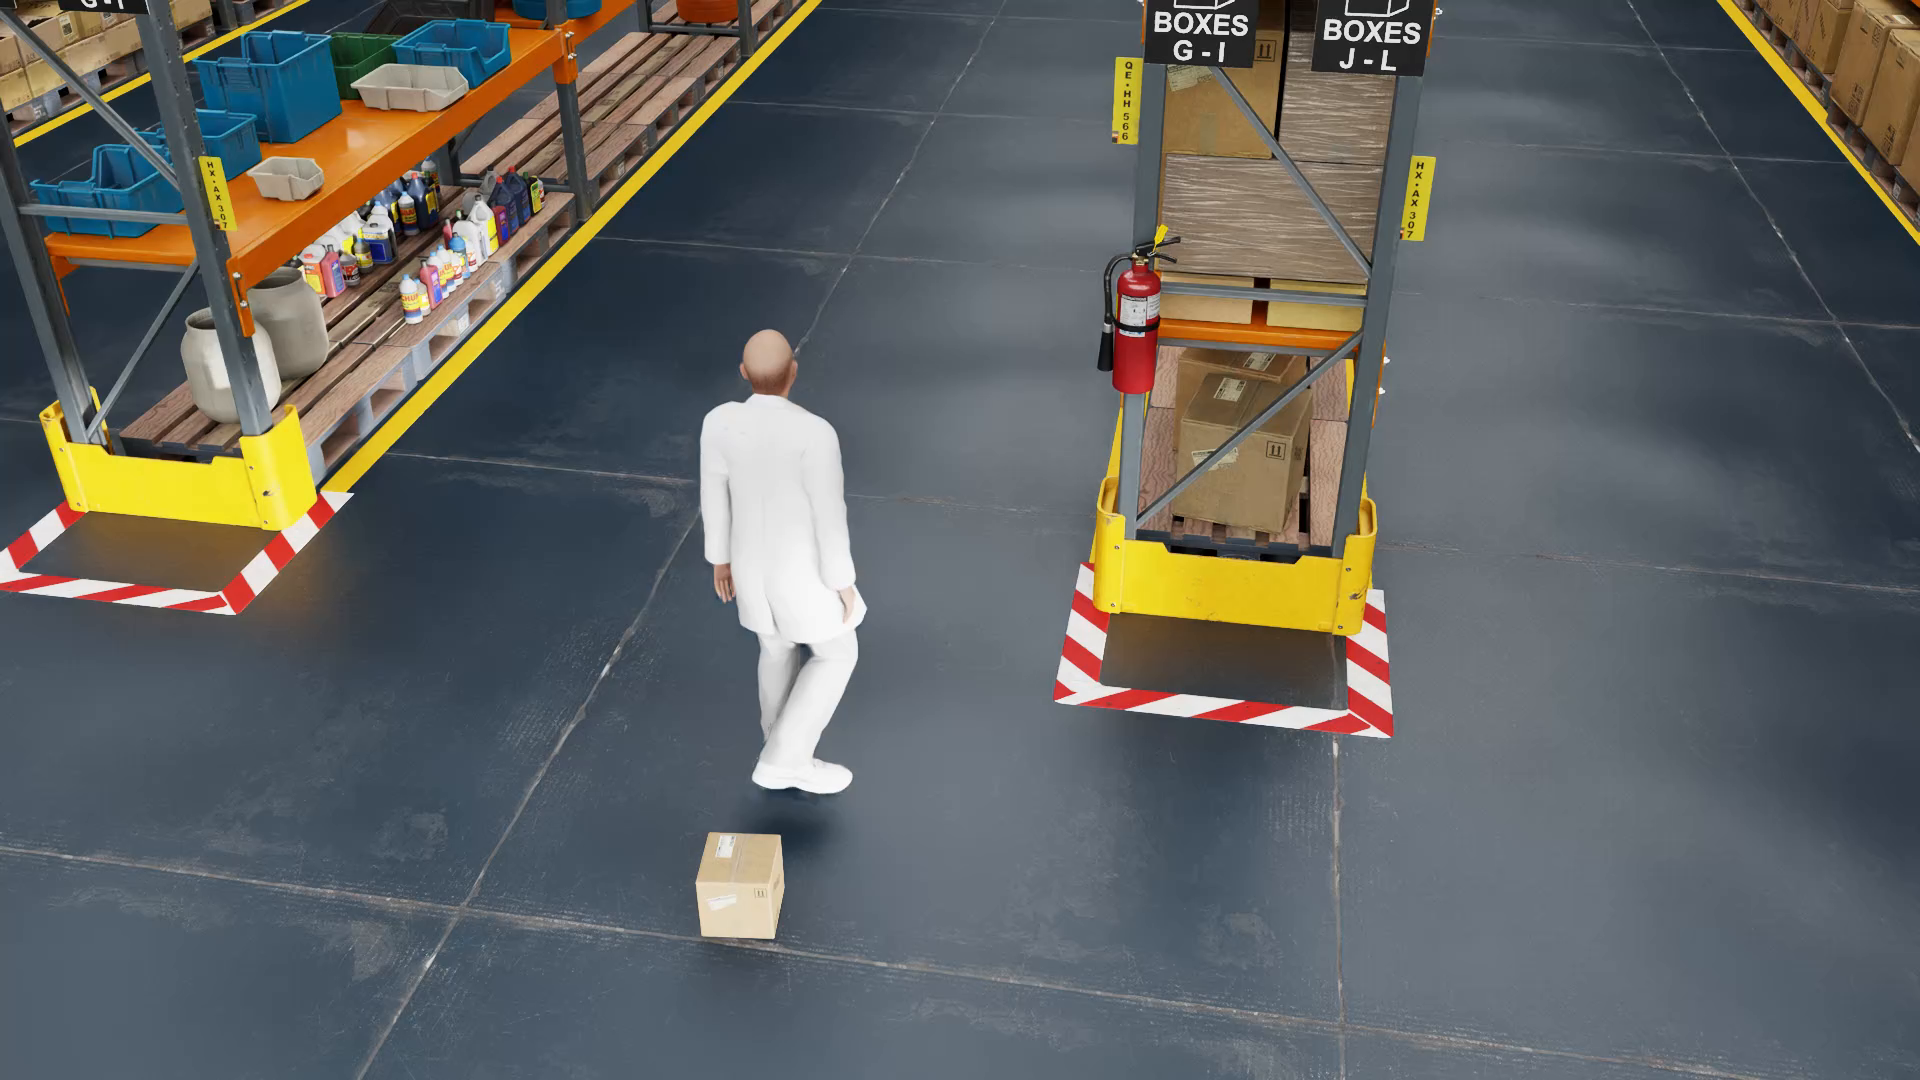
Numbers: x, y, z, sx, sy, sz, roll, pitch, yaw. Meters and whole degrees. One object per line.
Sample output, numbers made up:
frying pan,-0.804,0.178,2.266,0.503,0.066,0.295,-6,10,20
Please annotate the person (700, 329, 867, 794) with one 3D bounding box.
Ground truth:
person,-0.660,0.135,5.928,0.623,1.772,0.600,15,35,22
